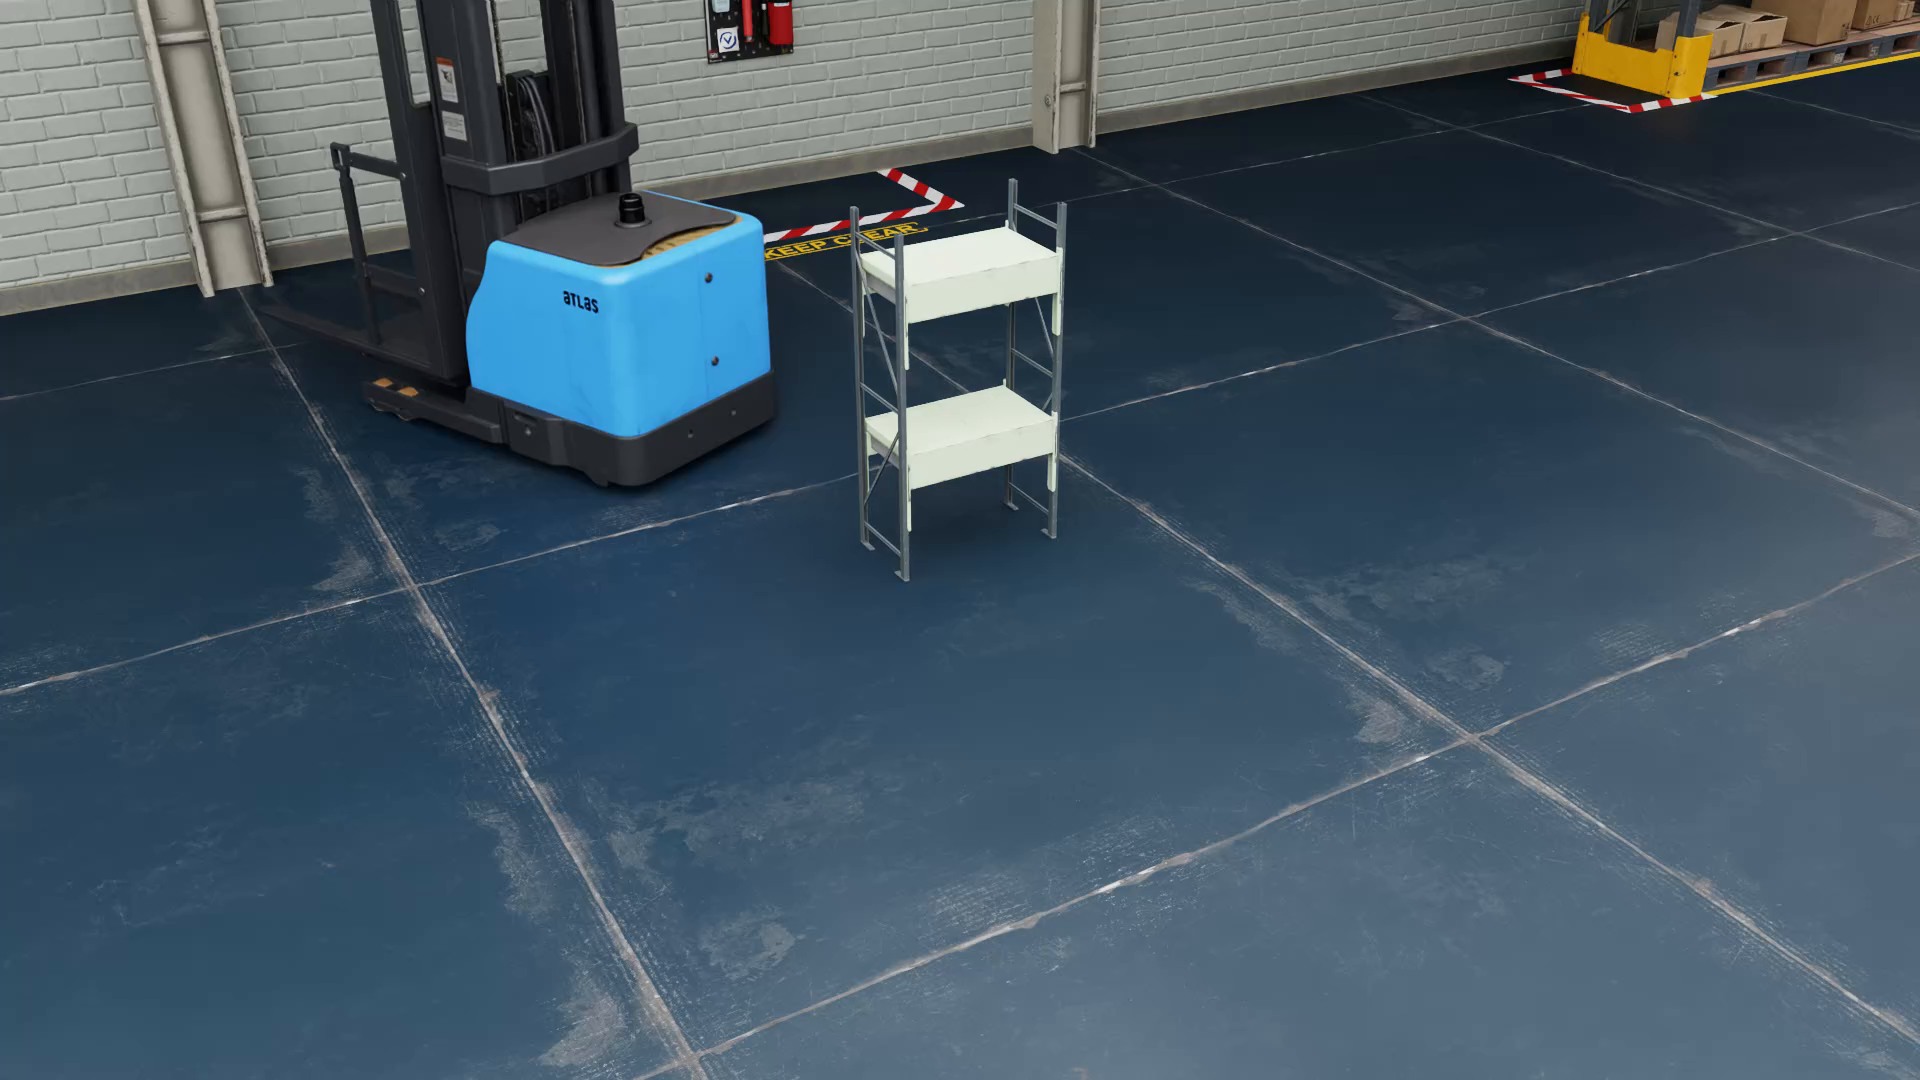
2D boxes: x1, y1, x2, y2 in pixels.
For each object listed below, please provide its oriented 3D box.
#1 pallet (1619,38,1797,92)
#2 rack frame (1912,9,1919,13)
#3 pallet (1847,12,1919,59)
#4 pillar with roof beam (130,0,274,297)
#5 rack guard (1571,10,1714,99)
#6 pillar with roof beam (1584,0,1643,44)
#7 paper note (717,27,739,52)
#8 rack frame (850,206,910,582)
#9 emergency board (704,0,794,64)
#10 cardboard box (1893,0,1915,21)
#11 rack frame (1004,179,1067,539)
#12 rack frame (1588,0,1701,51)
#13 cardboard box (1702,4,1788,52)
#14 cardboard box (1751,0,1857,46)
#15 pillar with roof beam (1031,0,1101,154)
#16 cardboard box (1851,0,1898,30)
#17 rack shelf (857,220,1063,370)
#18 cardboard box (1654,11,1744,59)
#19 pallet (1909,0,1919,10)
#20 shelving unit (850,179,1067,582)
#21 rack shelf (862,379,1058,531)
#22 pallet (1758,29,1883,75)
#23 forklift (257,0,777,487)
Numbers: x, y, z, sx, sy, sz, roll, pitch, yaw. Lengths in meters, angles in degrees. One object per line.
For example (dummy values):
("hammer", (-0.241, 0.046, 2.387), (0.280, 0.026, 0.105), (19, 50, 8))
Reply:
("pallet", (6.580, -4.252, 14.736), (1.213, 0.211, 1.003), (-16, 33, -26))
("rack frame", (9.245, -6.249, 15.469), (0.127, 3.000, 1.000), (-16, 33, -26))
("pallet", (8.684, -4.849, 15.818), (1.213, 0.211, 1.003), (-16, 33, -26))
("pillar with roof beam", (-2.203, -3.697, 4.636), (0.400, 9.000, 9.100), (-16, 33, -26))
("rack guard", (5.862, -4.194, 14.332), (0.348, 0.500, 1.175), (-16, 33, -26))
("pillar with roof beam", (8.143, -6.635, 9.959), (0.400, 9.000, 9.100), (-16, 33, -26))
("paper note", (-1.549, -3.344, 11.116), (0.142, 0.148, 0.016), (-16, 33, -26))
("rack frame", (-0.321, -0.565, 6.722), (0.023, 1.500, 0.400), (-16, 33, -26))
("emergency board", (-1.361, -3.744, 10.929), (0.643, 1.169, 0.194), (-16, 33, -26))
("cardboard box", (8.799, -5.058, 15.787), (0.250, 0.166, 0.380), (-21, 35, -33))
("rack frame", (0.310, -0.745, 7.047), (0.023, 1.500, 0.400), (-16, 33, -26))
("rack frame", (5.796, -5.270, 13.695), (0.127, 3.000, 1.000), (-16, 33, -26))
("cardboard box", (6.930, -4.557, 14.730), (0.500, 0.311, 0.500), (-13, 31, -22))
("cardboard box", (7.588, -4.798, 14.972), (0.500, 0.500, 0.700), (-18, 34, -29))
("pillar with roof beam", (2.970, -5.166, 7.298), (0.400, 9.000, 9.100), (-16, 33, -26))
("cardboard box", (8.371, -5.076, 15.476), (0.500, 0.500, 0.500), (-19, 34, -30))
("rack shelf", (-0.006, -0.997, 6.696), (0.720, 0.370, 0.431), (-16, 33, -26))
("cardboard box", (6.439, -4.417, 14.477), (0.500, 0.311, 0.500), (-20, 35, -32))
("pallet", (9.916, -5.219, 16.489), (1.213, 0.211, 1.003), (-16, 33, -26))
("shelving unit", (-0.006, -0.655, 6.885), (0.755, 1.500, 0.431), (-16, 33, -26))
("rack shelf", (-0.006, -0.370, 7.042), (0.720, 0.370, 0.431), (-16, 33, -26))
("pallet", (7.631, -4.548, 15.273), (1.213, 0.211, 1.003), (-16, 33, -26))
("forklift", (-2.408, -2.069, 7.965), (3.031, 2.935, 1.130), (19, 34, 30))
